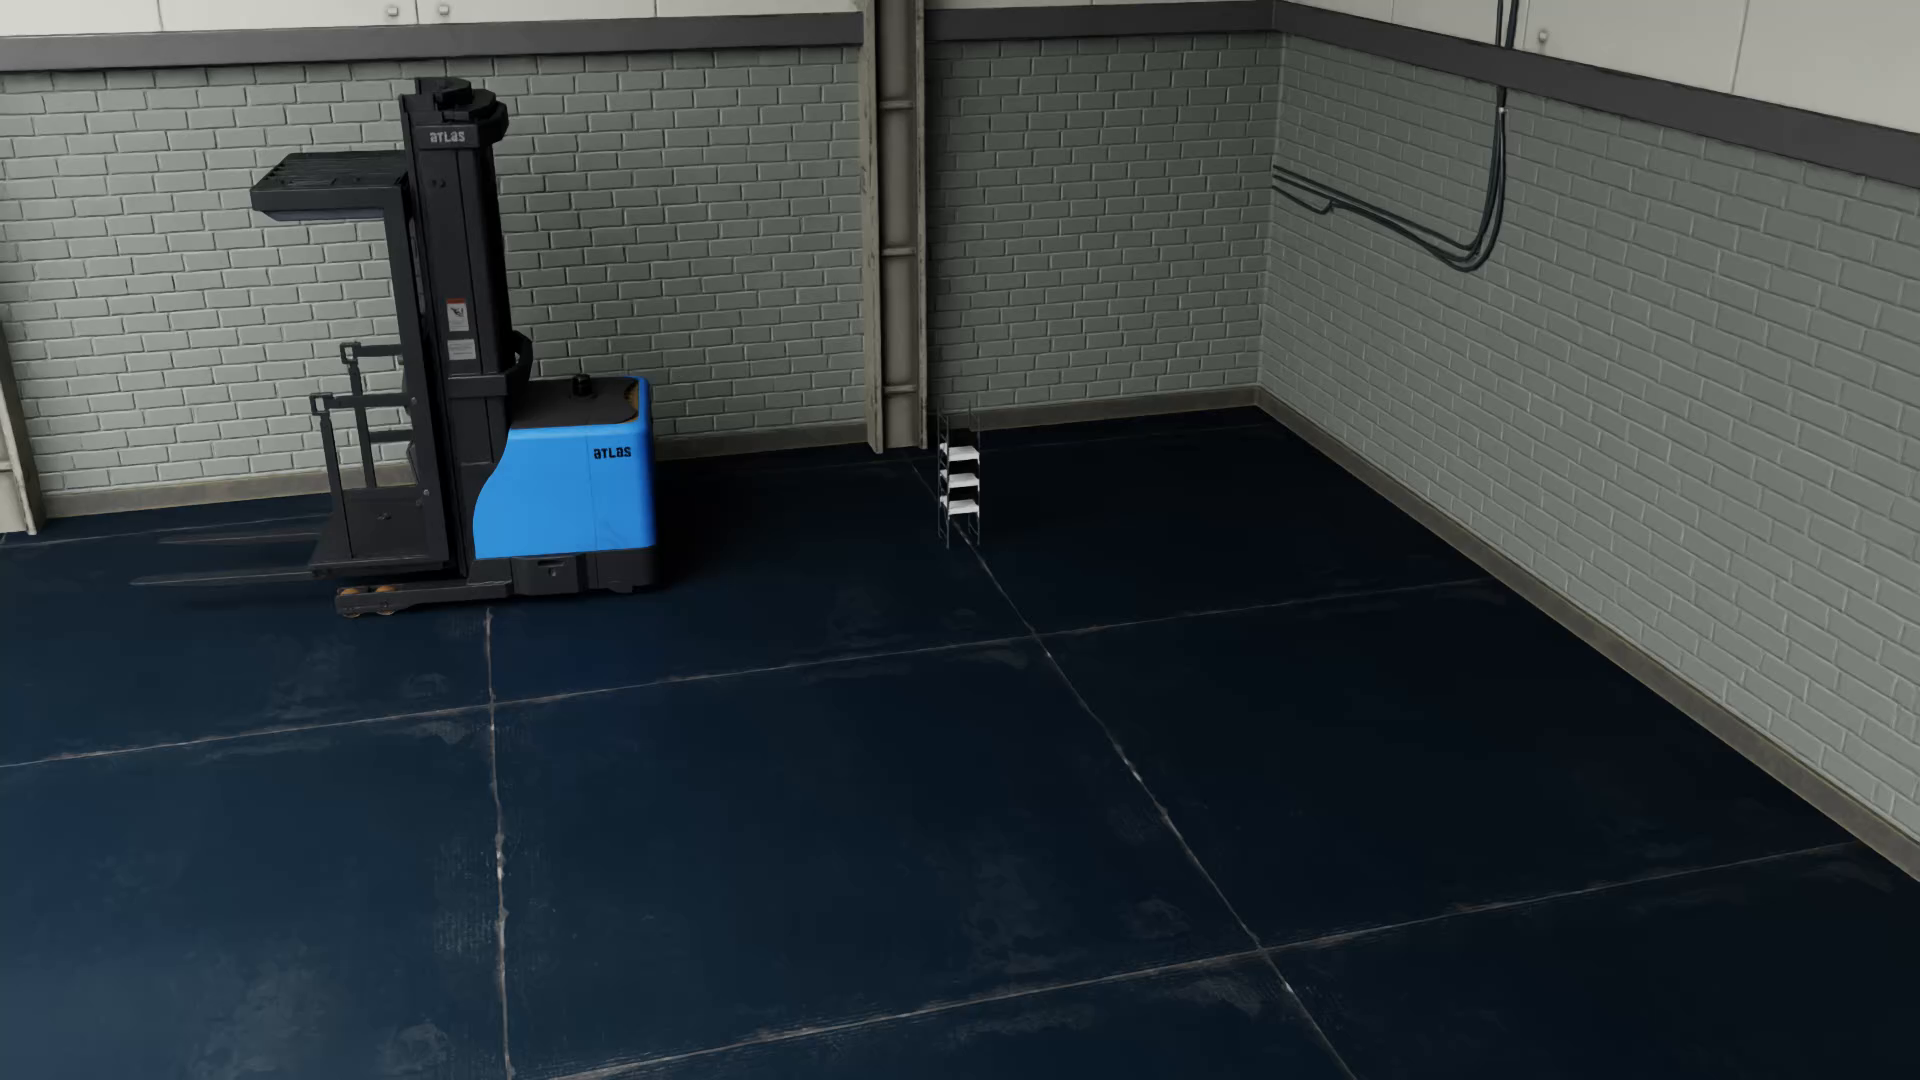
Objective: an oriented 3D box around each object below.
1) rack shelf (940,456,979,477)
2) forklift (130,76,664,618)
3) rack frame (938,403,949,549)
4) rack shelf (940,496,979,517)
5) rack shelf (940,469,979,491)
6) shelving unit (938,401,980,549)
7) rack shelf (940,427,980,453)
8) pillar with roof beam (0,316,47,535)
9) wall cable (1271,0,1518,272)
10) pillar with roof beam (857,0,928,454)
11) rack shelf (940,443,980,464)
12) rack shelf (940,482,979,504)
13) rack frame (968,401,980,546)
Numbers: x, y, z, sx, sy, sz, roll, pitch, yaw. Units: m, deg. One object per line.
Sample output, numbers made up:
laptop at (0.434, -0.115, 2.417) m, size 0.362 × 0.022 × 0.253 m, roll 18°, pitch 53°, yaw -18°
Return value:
rack shelf at (-0.008, -0.465, 10.548) m, size 0.200 × 0.077 × 0.258 m, roll -6°, pitch 24°, yaw -14°
forklift at (-3.356, -1.119, 9.641) m, size 3.031 × 2.935 × 1.130 m, roll -4°, pitch 24°, yaw -9°
rack frame at (-0.106, -0.402, 10.545) m, size 0.006 × 0.900 × 0.240 m, roll -6°, pitch 24°, yaw -14°
rack shelf at (-0.008, -0.217, 10.655) m, size 0.200 × 0.077 × 0.258 m, roll -6°, pitch 24°, yaw -14°
rack shelf at (-0.008, -0.382, 10.584) m, size 0.200 × 0.077 × 0.258 m, roll -6°, pitch 24°, yaw -14°
shelving unit at (-0.008, -0.413, 10.571) m, size 0.210 × 0.900 × 0.258 m, roll -6°, pitch 24°, yaw -14°
rack shelf at (-0.008, -0.630, 10.477) m, size 0.200 × 0.077 × 0.258 m, roll -6°, pitch 24°, yaw -14°
pillar with roof beam at (-5.082, -2.576, 5.342) m, size 0.400 × 9.000 × 9.100 m, roll -6°, pitch 24°, yaw -14°
wall cable at (2.725, -3.234, 10.814) m, size 0.112 × 2.526 × 3.097 m, roll -6°, pitch 24°, yaw -14°
pillar with roof beam at (0.695, -3.215, 6.831) m, size 0.400 × 9.000 × 9.100 m, roll -6°, pitch 24°, yaw -14°
rack shelf at (-0.008, -0.547, 10.513) m, size 0.200 × 0.077 × 0.258 m, roll -6°, pitch 24°, yaw -14°
rack shelf at (-0.008, -0.299, 10.619) m, size 0.200 × 0.077 × 0.258 m, roll -6°, pitch 24°, yaw -14°
rack frame at (0.090, -0.424, 10.596) m, size 0.006 × 0.900 × 0.240 m, roll -6°, pitch 24°, yaw -14°
